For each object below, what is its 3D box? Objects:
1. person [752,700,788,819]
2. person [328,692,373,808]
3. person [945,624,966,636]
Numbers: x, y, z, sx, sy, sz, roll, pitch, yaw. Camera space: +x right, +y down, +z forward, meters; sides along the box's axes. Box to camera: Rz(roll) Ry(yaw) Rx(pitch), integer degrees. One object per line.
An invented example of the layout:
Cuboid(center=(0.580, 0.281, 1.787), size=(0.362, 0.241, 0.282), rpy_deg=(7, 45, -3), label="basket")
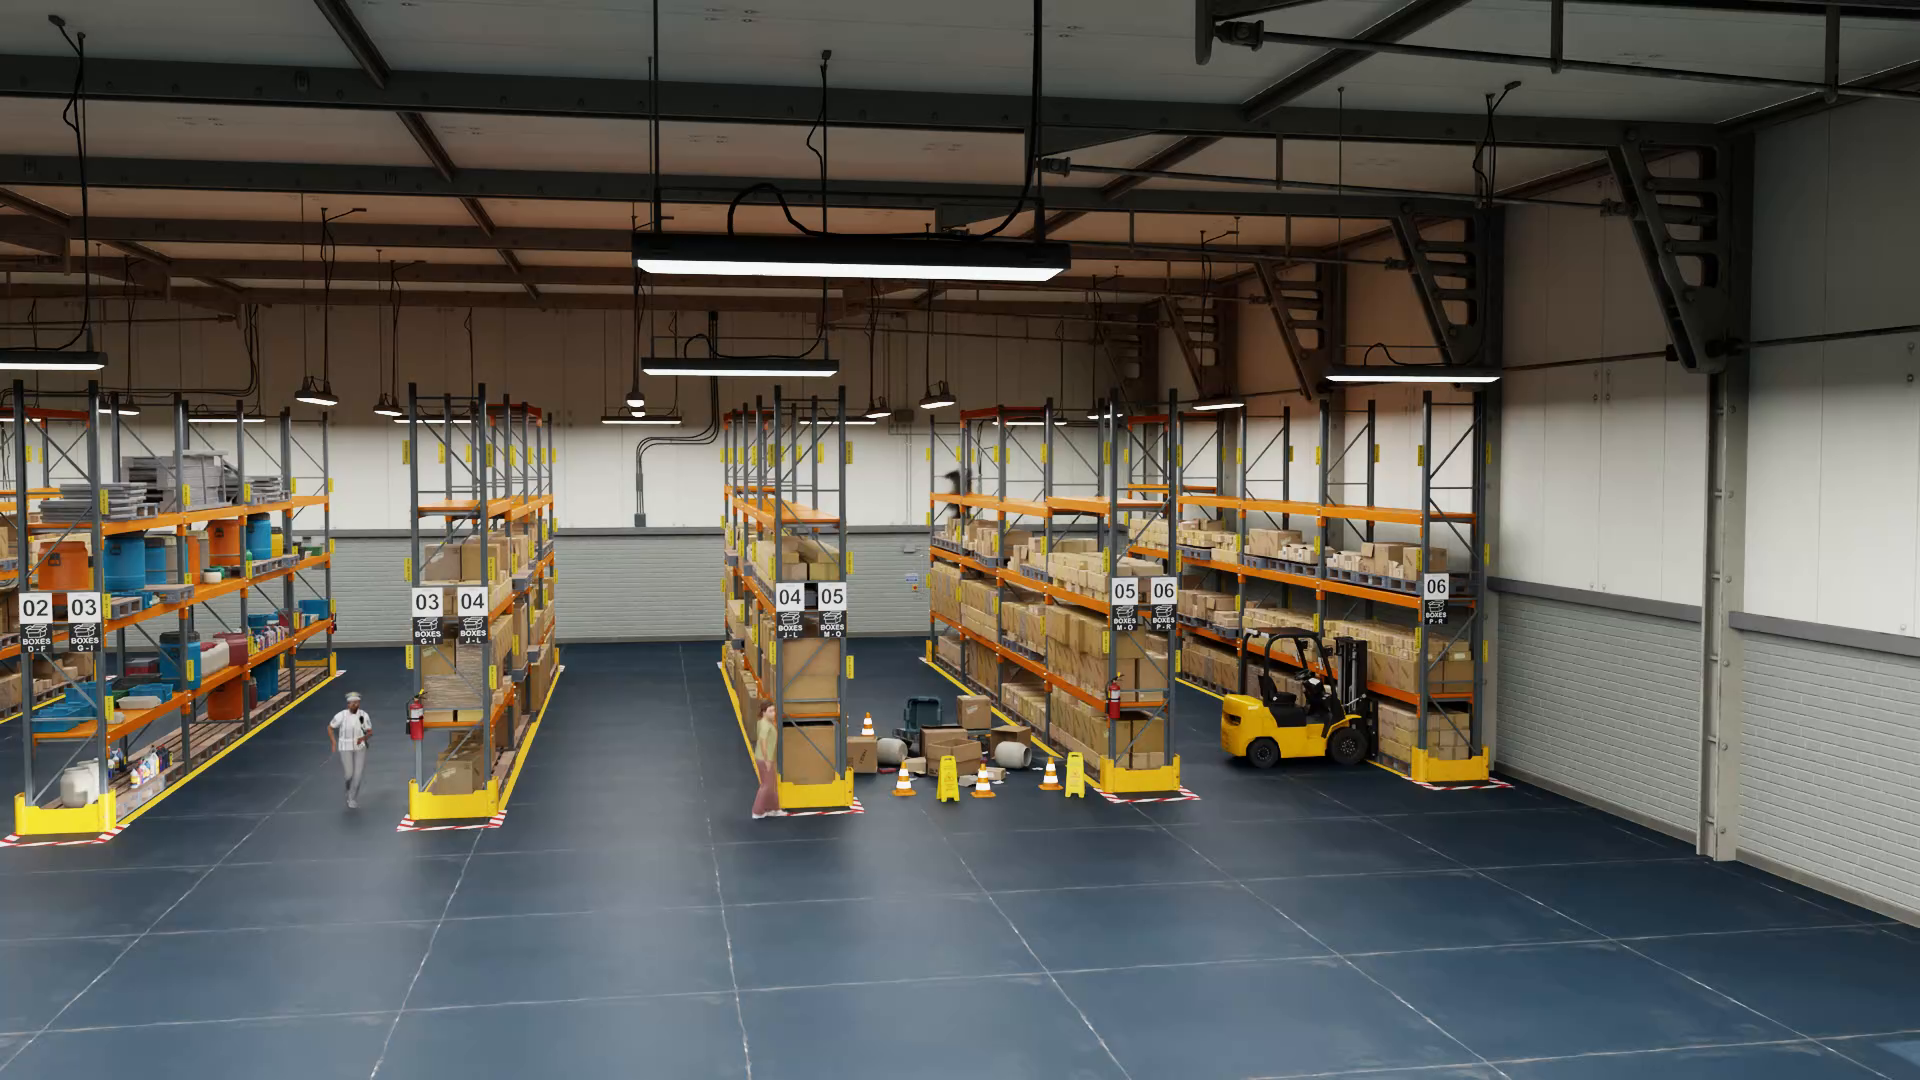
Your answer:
Cuboid(center=(-2.597, 3.018, 22.818), size=(0.520, 1.666, 0.533), rpy_deg=(-1, 3, -12), label="person")
Cuboid(center=(-8.663, 2.984, 23.675), size=(0.595, 1.657, 0.571), rpy_deg=(-1, 3, -27), label="person")
Cuboid(center=(-0.054, 1.976, 42.791), size=(0.838, 1.804, 0.579), rpy_deg=(-2, 3, -30), label="person")
